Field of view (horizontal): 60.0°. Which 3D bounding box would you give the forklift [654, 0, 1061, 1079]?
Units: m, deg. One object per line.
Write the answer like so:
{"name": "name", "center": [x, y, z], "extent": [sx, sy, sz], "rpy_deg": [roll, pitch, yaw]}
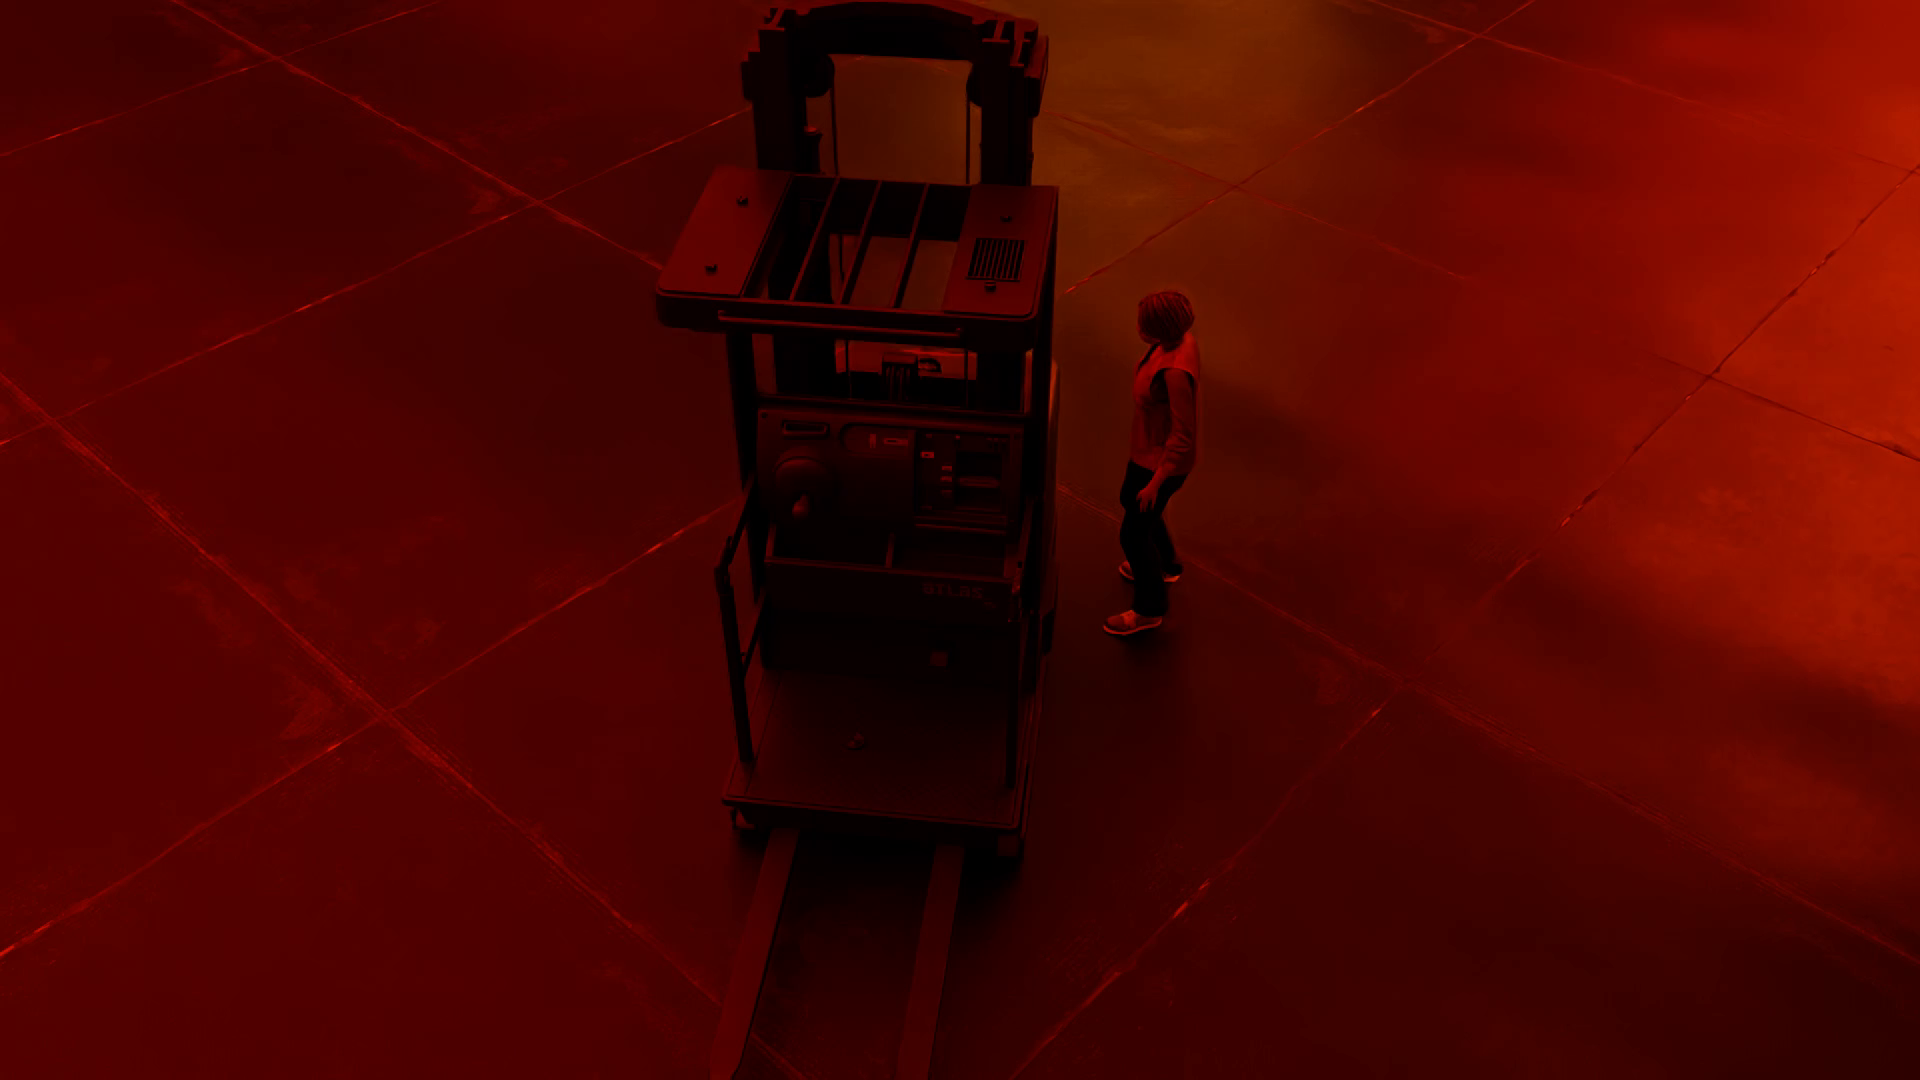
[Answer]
{"name": "forklift", "center": [-0.271, -0.162, 5.617], "extent": [1.130, 2.935, 3.031], "rpy_deg": [5, 41, 6]}

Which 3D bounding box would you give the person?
{"name": "person", "center": [0.814, -0.361, 6.900], "extent": [0.354, 1.567, 0.653], "rpy_deg": [2, 41, 3]}
